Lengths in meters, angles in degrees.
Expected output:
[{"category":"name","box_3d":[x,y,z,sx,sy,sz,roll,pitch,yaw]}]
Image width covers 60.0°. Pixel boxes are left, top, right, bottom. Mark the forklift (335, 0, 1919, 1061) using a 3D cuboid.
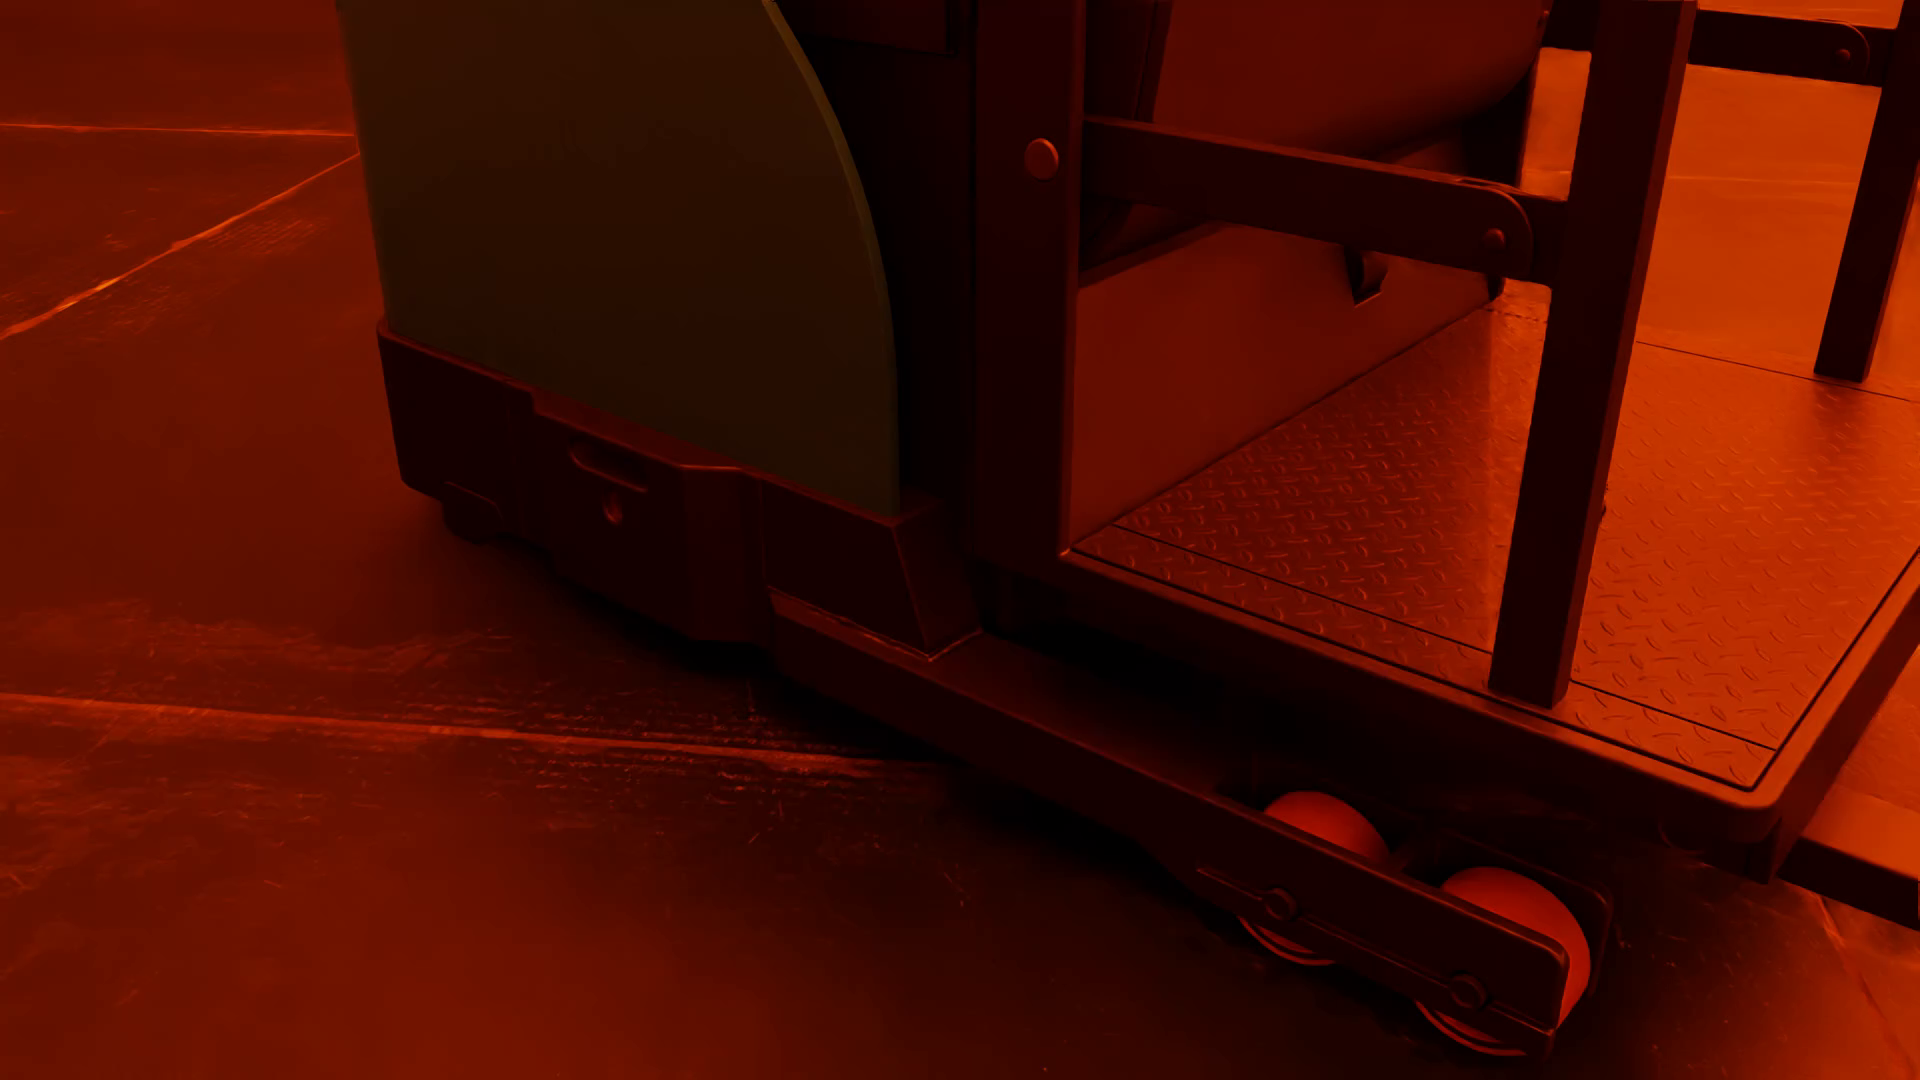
[{"category":"forklift","box_3d":[0.598,-1.103,1.428,3.031,2.935,1.130,20,33,35]}]
